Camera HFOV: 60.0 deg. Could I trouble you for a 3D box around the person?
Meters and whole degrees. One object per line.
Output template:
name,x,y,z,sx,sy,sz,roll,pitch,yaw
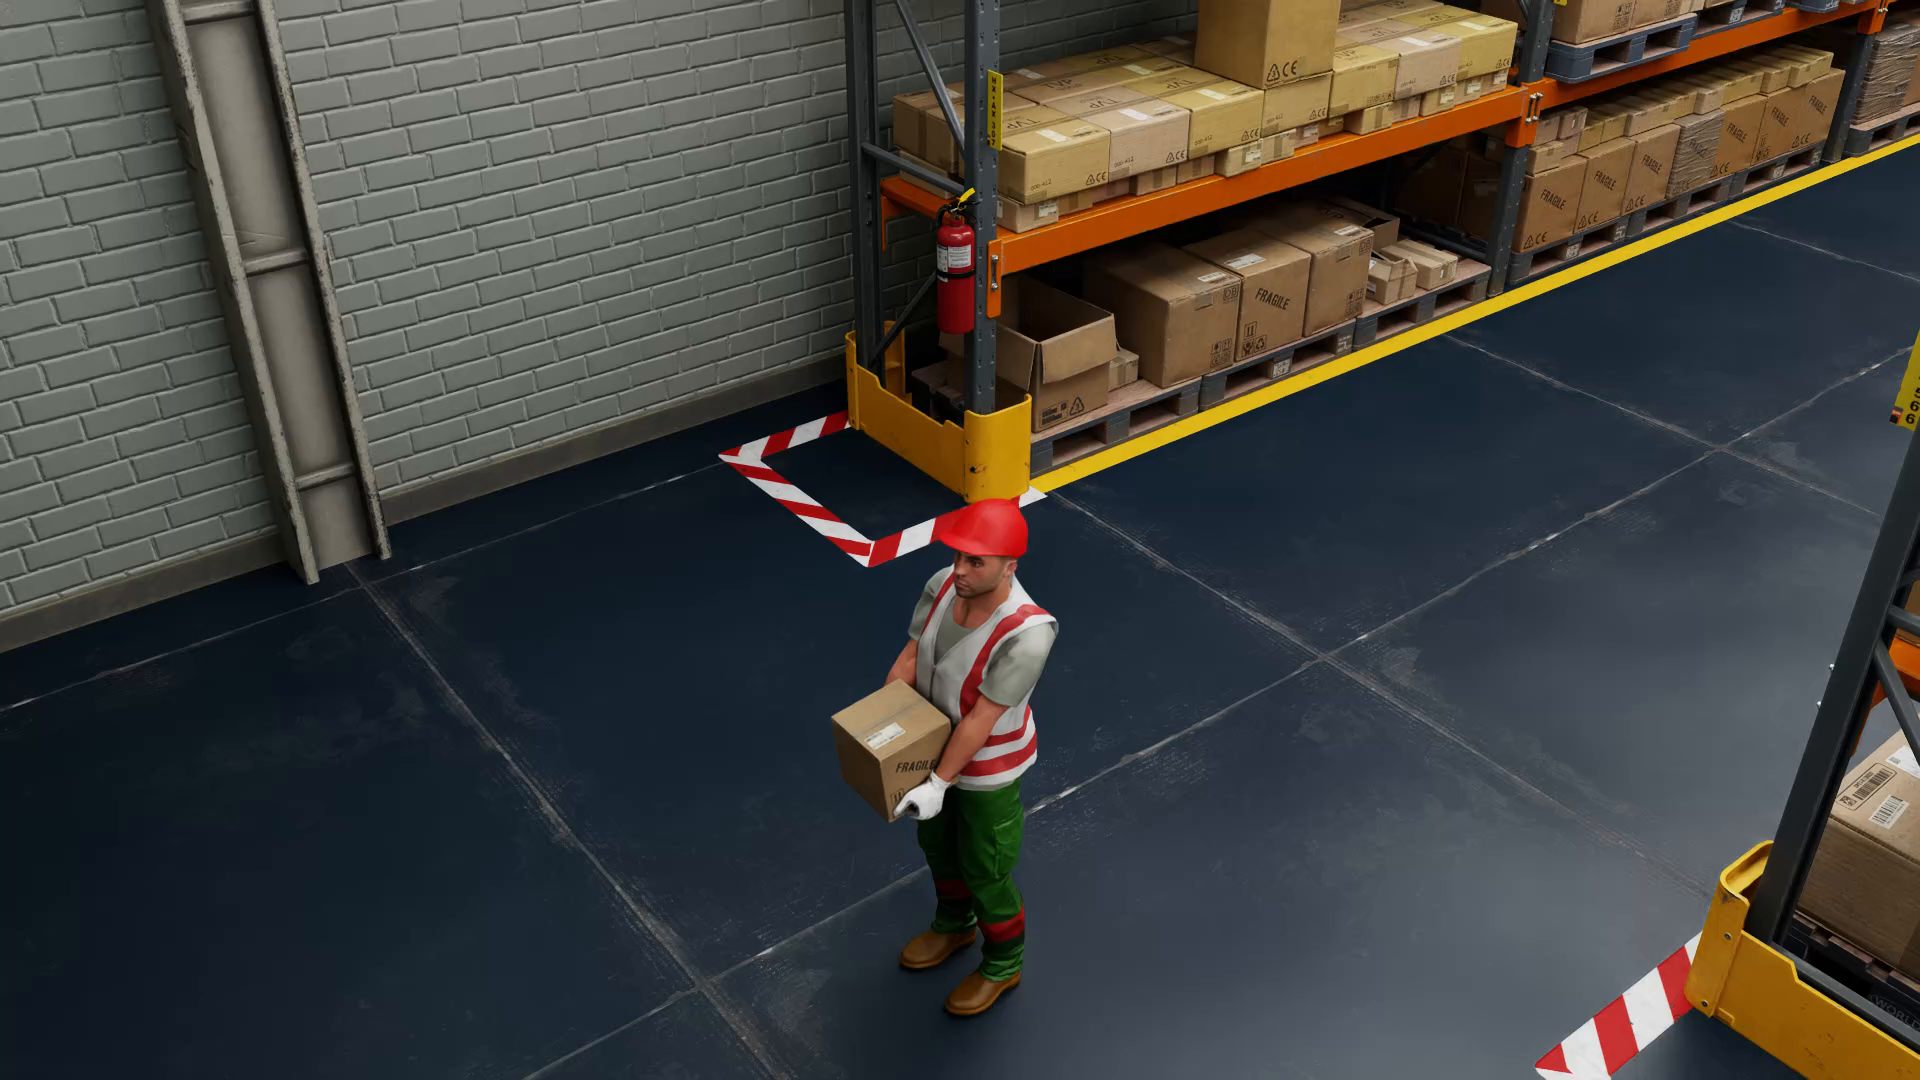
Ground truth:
person,-0.040,0.697,4.996,0.555,1.784,0.494,-22,38,-31
